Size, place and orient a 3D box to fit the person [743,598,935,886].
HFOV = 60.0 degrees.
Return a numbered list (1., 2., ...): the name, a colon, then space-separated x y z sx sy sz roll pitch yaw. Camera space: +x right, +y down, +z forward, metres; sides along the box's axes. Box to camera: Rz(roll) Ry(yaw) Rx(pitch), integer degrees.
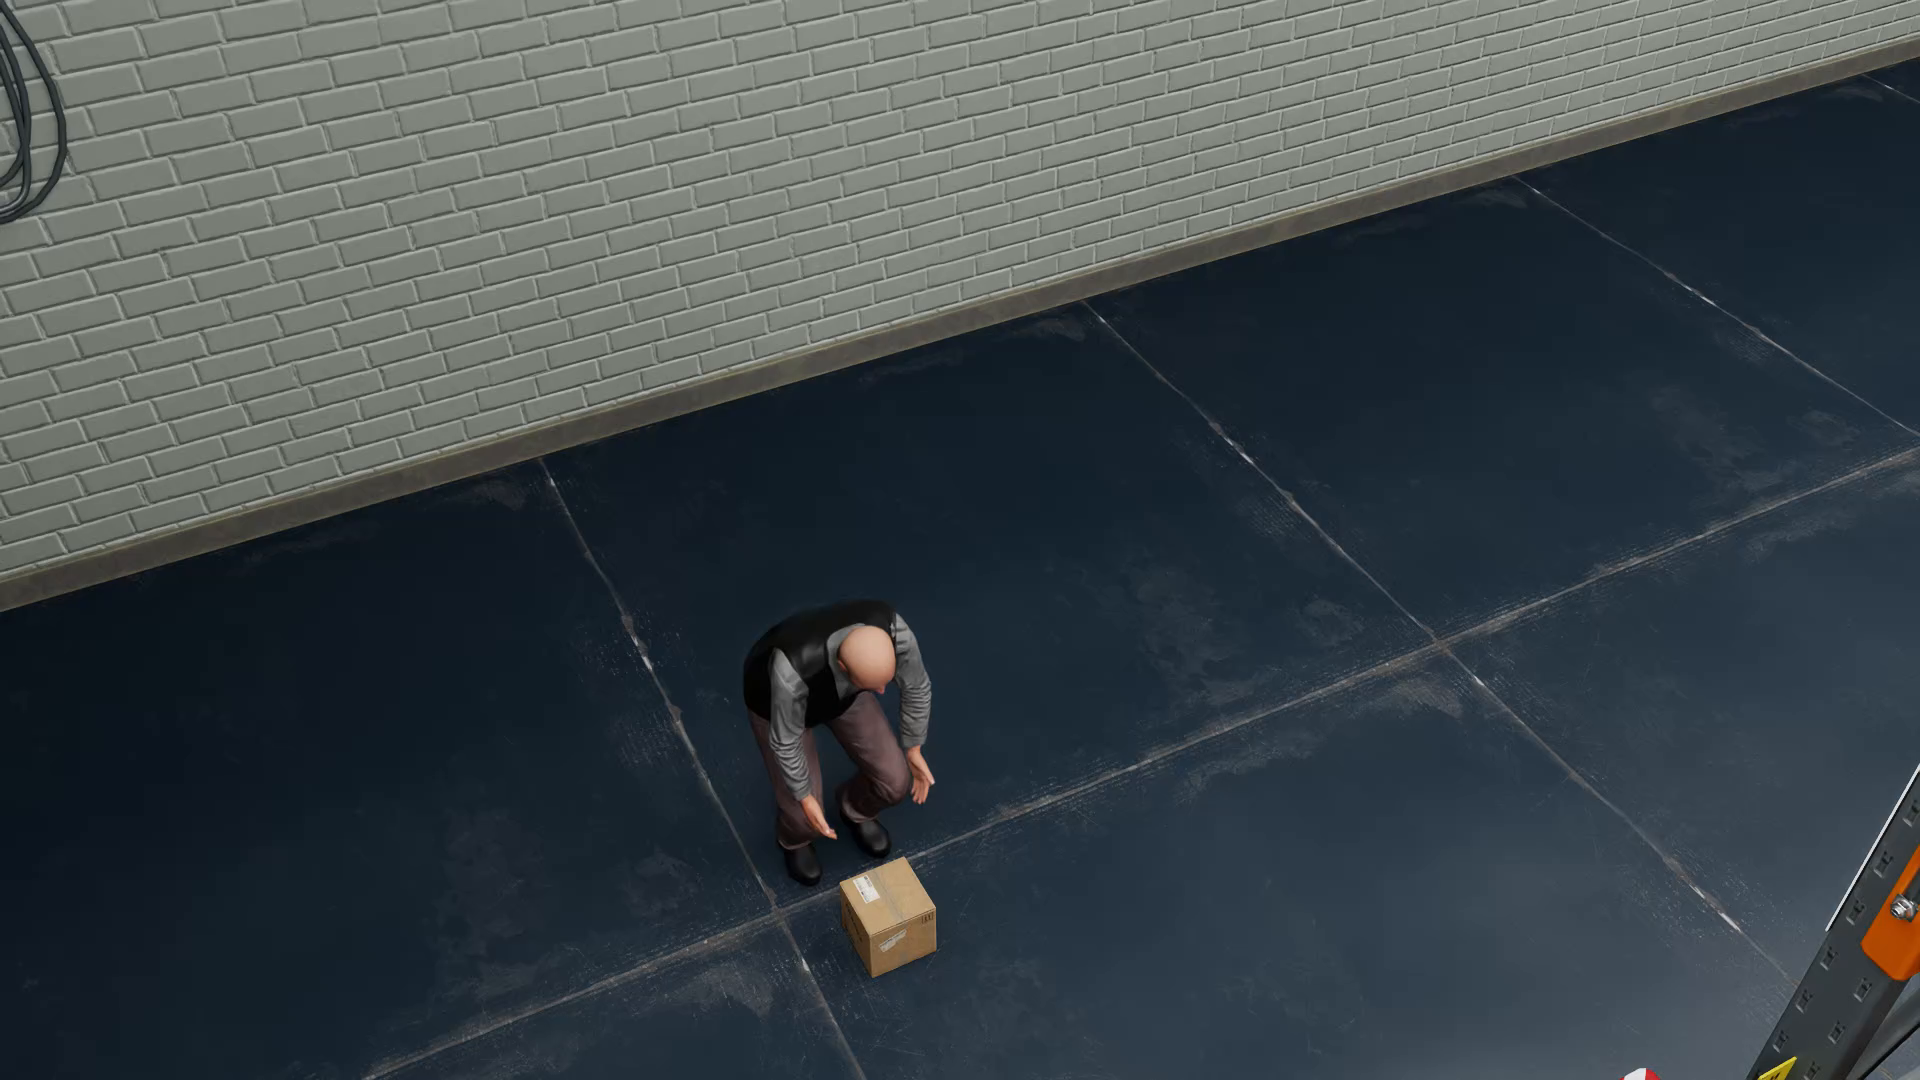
1. person: -0.417 0.642 5.734 0.590 1.339 0.743 -19 44 -20
